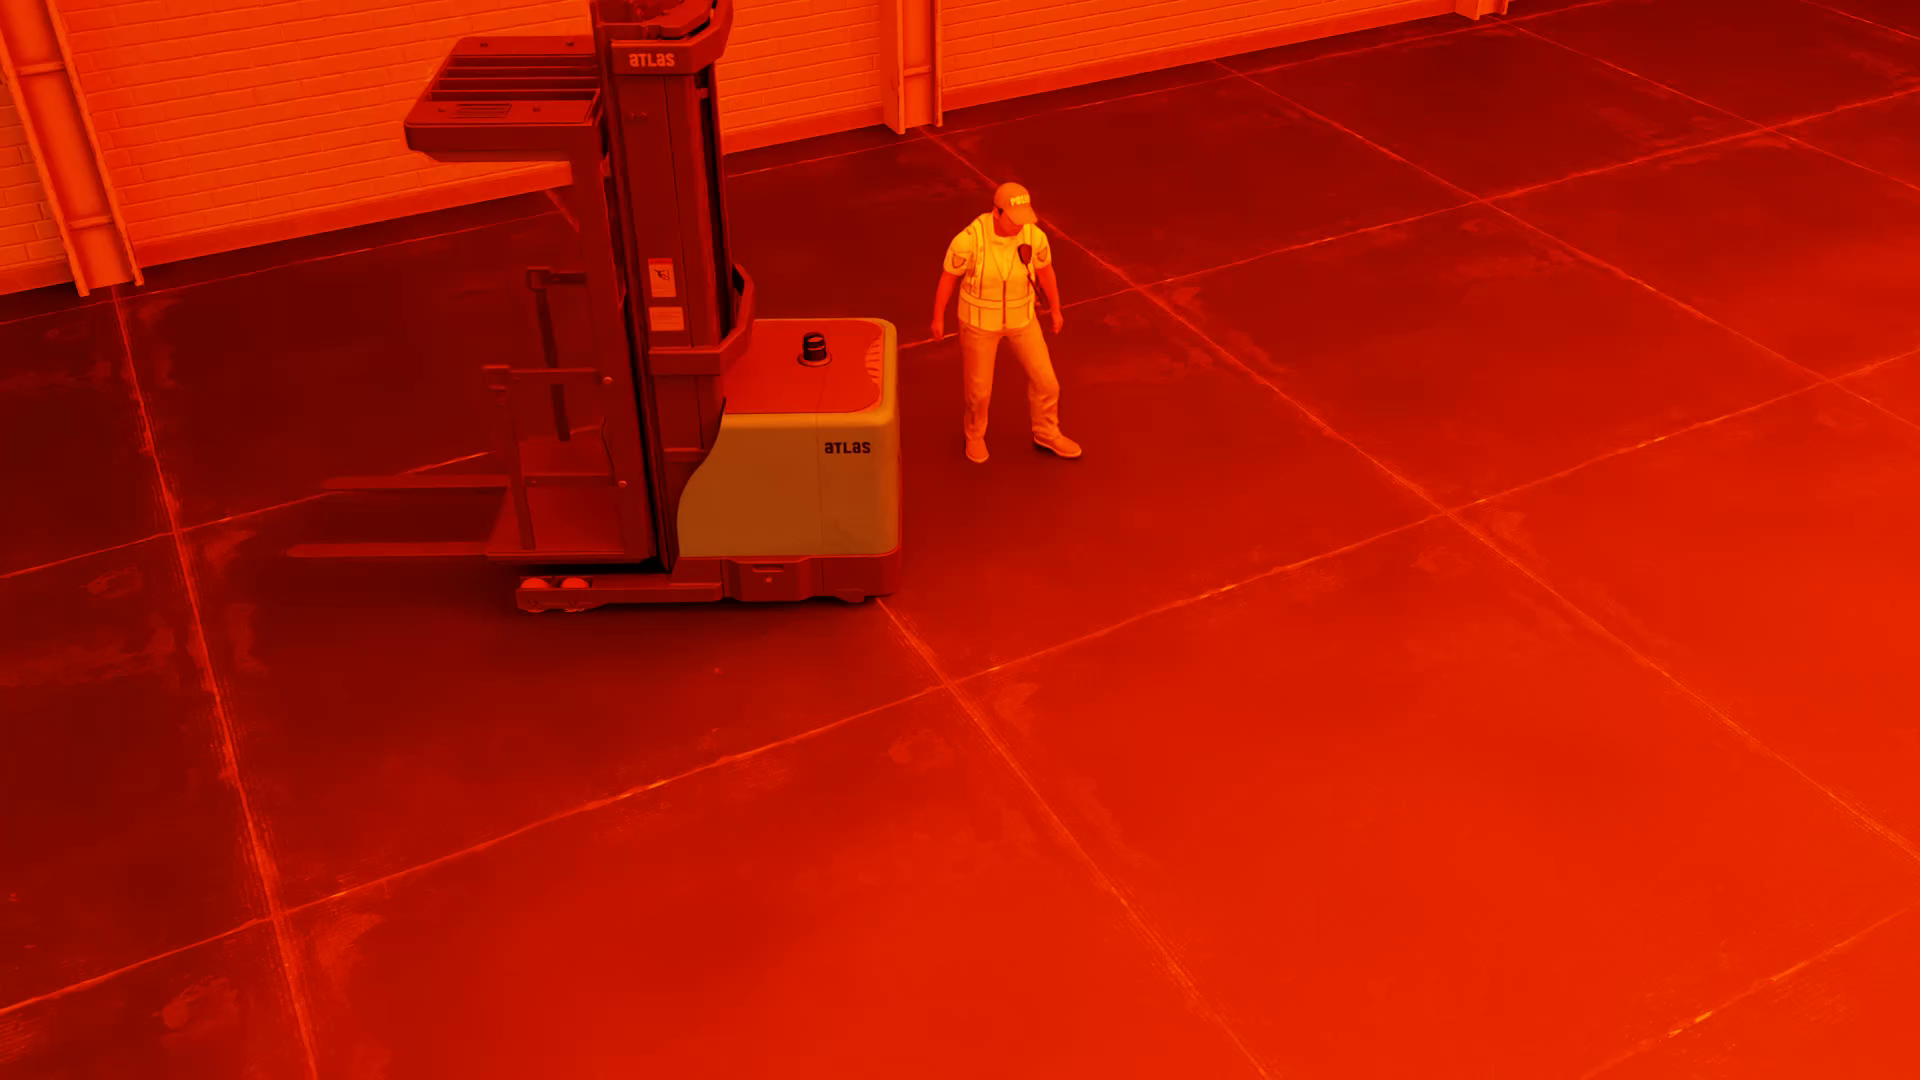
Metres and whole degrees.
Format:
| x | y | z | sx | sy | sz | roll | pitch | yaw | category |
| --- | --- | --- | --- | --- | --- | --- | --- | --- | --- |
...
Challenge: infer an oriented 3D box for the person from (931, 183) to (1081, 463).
| x | y | z | sx | sy | sz | roll | pitch | yaw | category |
| --- | --- | --- | --- | --- | --- | --- | --- | --- | --- |
| 0.261 | -1.162 | 8.901 | 0.811 | 1.638 | 0.470 | -7 | 36 | -10 | person |

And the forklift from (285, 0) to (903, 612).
| x | y | z | sx | sy | sz | roll | pitch | yaw | category |
| --- | --- | --- | --- | --- | --- | --- | --- | --- | --- |
| -1.812 | -1.151 | 7.752 | 3.031 | 2.935 | 1.130 | -1 | 35 | -1 | forklift |
